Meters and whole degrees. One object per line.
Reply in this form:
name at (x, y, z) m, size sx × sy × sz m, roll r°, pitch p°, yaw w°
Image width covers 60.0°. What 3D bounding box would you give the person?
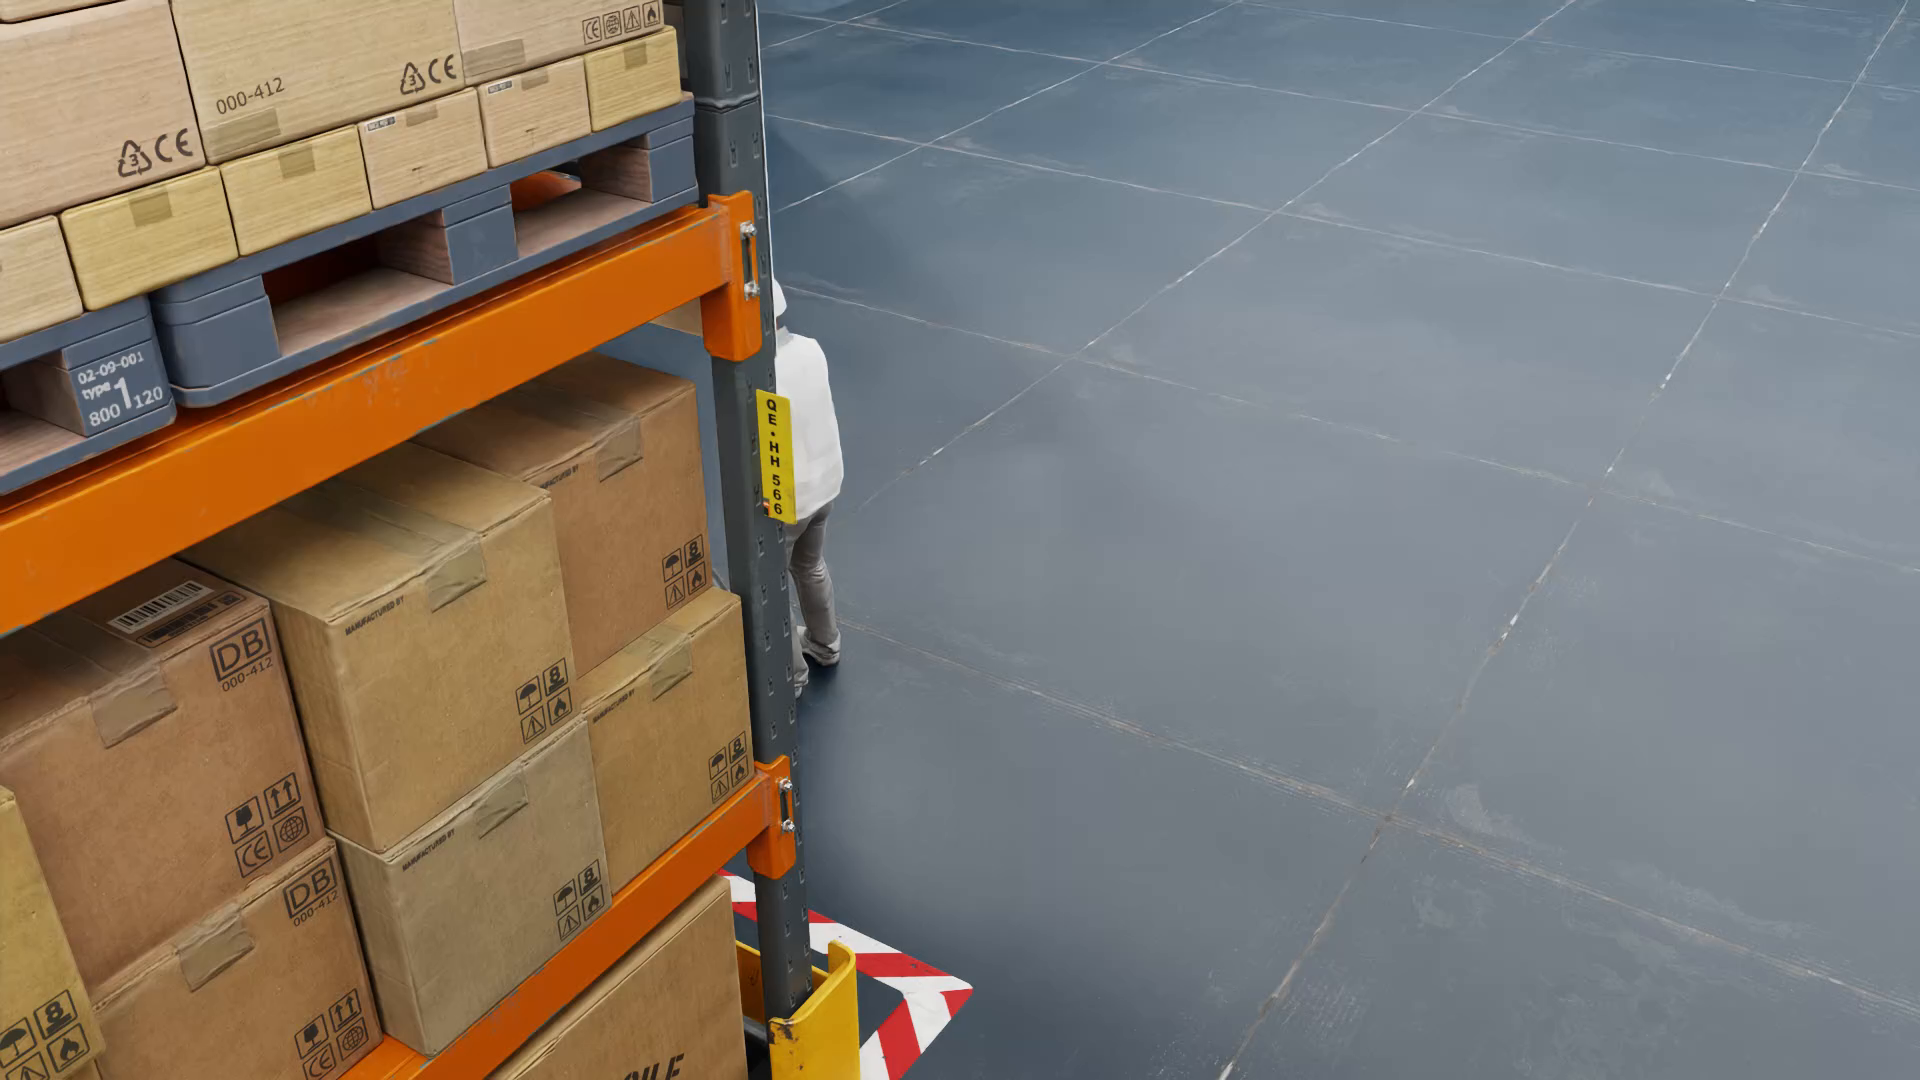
person at (-0.698, -0.202, 6.450) m, size 0.465 × 1.771 × 0.581 m, roll 17°, pitch 34°, yaw 27°
